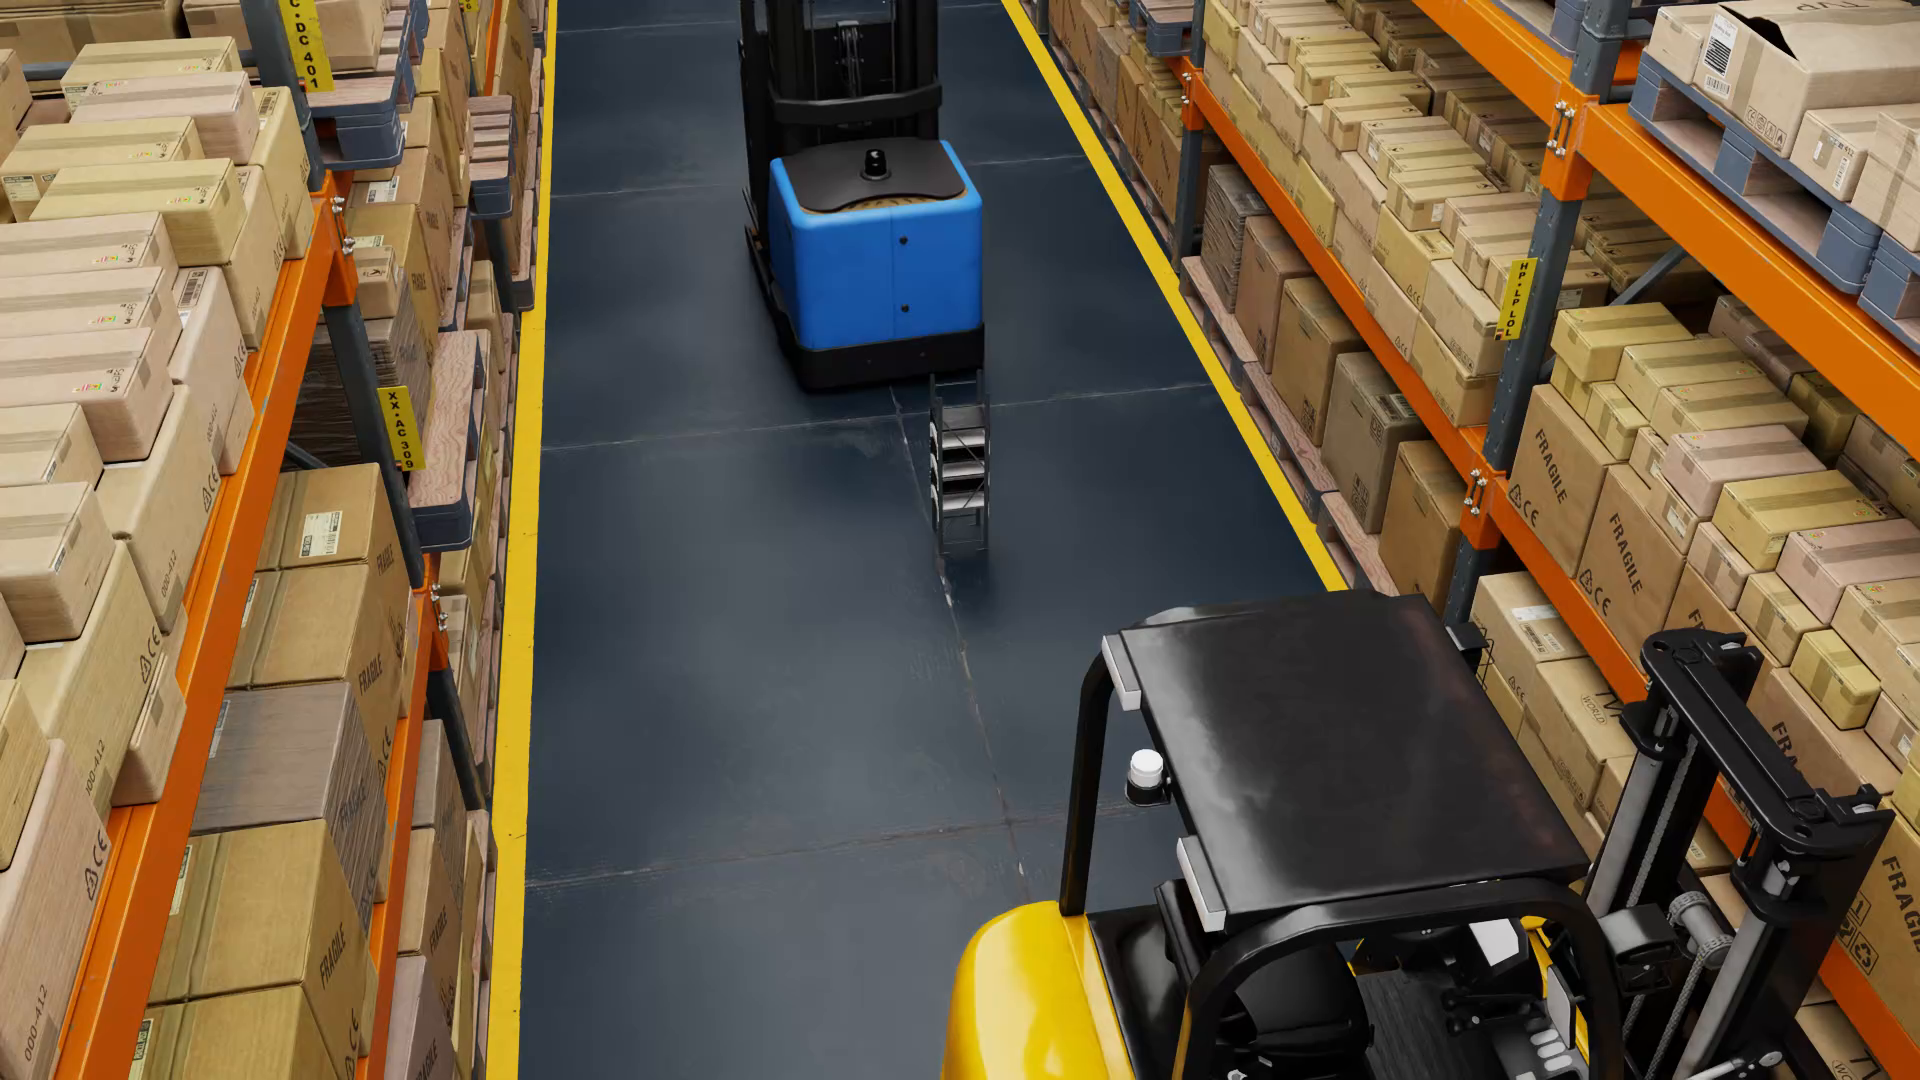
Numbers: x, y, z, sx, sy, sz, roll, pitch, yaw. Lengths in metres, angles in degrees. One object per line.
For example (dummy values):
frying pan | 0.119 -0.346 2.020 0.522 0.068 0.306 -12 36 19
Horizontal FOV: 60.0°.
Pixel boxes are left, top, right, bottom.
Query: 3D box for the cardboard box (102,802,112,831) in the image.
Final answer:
cardboard box | -1.672 0.518 2.798 0.380 0.149 0.250 -7 38 -9

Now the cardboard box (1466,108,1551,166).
cardboard box | 2.494 -1.801 7.413 0.380 0.149 0.250 -7 38 -8

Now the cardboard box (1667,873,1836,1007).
cardboard box | 2.555 1.284 5.136 0.500 0.250 0.500 -7 38 -9

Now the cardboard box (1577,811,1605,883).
cardboard box | 2.464 1.162 5.700 0.500 0.250 0.500 -7 38 -8

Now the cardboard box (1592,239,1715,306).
cardboard box | 2.666 -1.025 6.415 0.380 0.149 0.250 -7 38 -9

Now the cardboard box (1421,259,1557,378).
cardboard box | 2.178 -0.902 6.580 0.500 0.250 0.500 -7 38 -9

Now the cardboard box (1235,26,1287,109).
cardboard box | 1.739 -2.452 8.576 0.500 0.250 0.500 -5 38 -7

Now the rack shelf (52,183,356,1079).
rack shelf | -2.019 0.349 3.397 1.077 0.370 4.000 -6 38 -8

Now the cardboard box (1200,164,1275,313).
cardboard box | 1.911 -1.760 9.564 0.875 0.625 0.625 -5 38 -7

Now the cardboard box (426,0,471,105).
cardboard box | -2.718 -2.452 8.195 0.500 0.500 0.500 -7 38 -9

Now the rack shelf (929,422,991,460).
rack shelf | -0.001 -0.476 7.790 0.258 0.077 0.200 -6 38 -8

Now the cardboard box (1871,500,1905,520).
cardboard box | 2.977 -0.003 5.098 0.380 0.149 0.250 -5 38 -6

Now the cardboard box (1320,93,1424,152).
cardboard box | 1.862 -1.893 7.531 0.380 0.149 0.250 -7 38 -9

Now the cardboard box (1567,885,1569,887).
cardboard box | 2.379 1.058 6.241 0.500 0.250 0.500 -7 38 -9

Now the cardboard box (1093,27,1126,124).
cardboard box | 1.248 -3.252 11.586 0.500 0.500 0.500 -8 38 -10

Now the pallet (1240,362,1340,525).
pallet | 2.131 -0.572 8.715 1.003 0.211 1.213 -6 38 -8

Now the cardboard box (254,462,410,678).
cardboard box | -2.047 0.126 5.218 0.500 0.500 0.500 -7 38 -9

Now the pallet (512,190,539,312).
pallet | -3.135 -1.757 10.240 1.003 0.211 1.213 -6 38 -8

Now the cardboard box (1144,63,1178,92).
cardboard box | 1.398 -2.942 10.658 0.380 0.149 0.250 -7 38 -9

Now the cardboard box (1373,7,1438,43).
cardboard box | 2.324 -2.582 8.418 0.380 0.149 0.250 -7 38 -9

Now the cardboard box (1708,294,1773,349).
cardboard box | 2.870 -0.747 5.814 0.380 0.149 0.250 -6 38 -8

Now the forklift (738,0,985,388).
forklift | -0.724 -2.897 9.490 1.130 2.935 3.031 -9 39 -11

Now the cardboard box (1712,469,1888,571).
cardboard box | 2.484 -0.061 4.931 0.380 0.149 0.250 -7 38 -9

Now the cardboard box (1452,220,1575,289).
cardboard box | 2.175 -1.126 6.545 0.380 0.149 0.250 -7 38 -9

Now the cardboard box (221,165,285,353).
cardboard box | -1.938 -0.658 3.987 0.500 0.250 0.500 -7 38 -9

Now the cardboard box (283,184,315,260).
cardboard box | -2.014 -0.886 4.605 0.380 0.149 0.250 -6 38 -8

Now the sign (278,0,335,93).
sign | -1.837 -1.410 4.653 0.100 0.325 0.005 -6 38 -8

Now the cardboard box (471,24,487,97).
cardboard box | -2.909 -2.638 9.222 0.500 0.250 0.500 -7 38 -9

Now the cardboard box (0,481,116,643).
cardboard box | -1.647 0.047 2.754 0.380 0.149 0.250 -5 38 -7

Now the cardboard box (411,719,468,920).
cardboard box | -2.002 0.994 5.713 0.500 0.500 0.500 -7 38 -9

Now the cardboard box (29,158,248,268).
cardboard box | -1.846 -0.732 3.757 0.380 0.149 0.250 -5 38 -7

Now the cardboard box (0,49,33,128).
cardboard box | -2.636 -1.133 4.273 0.380 0.149 0.250 -7 38 -9

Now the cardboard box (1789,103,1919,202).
cardboard box | 2.431 -1.017 4.350 0.380 0.149 0.250 -5 38 -7

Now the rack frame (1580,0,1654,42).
rack frame | 2.516 -2.863 4.501 1.000 3.000 0.127 -6 38 -8

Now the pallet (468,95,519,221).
pallet | -2.841 -1.880 8.281 1.213 0.211 1.003 -6 38 -8

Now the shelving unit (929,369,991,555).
shelving unit | -0.001 -0.360 7.880 0.258 0.900 0.210 -6 38 -8

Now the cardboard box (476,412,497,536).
cardboard box | -2.717 -0.257 7.835 0.950 0.372 0.625 -5 38 -6

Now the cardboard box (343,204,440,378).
cardboard box | -2.258 -0.898 6.194 0.500 0.500 0.500 -6 38 -8

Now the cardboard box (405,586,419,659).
cardboard box | -2.013 0.302 5.521 0.380 0.149 0.250 -7 38 -8

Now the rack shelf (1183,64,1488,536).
rack shelf | 2.166 -1.418 8.117 1.077 0.370 4.000 -6 38 -8

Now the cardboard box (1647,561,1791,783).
cardboard box | 2.534 0.381 5.133 0.500 0.500 0.500 -7 38 -8

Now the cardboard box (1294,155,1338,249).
cardboard box | 1.922 -1.629 7.924 0.500 0.250 0.500 -5 38 -6

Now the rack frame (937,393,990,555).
rack frame | 0.016 -0.299 7.801 0.240 0.900 0.006 -6 38 -8

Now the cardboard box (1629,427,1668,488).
cardboard box | 2.433 -0.259 5.428 0.380 0.149 0.250 -6 38 -8

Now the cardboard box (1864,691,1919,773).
cardboard box | 2.677 0.514 4.433 0.380 0.149 0.250 -6 38 -8

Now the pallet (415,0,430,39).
pallet | -2.558 -2.079 6.089 1.213 0.211 1.003 -6 38 -8

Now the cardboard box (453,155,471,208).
cardboard box | -2.477 -1.649 7.690 0.380 0.149 0.250 -6 38 -7

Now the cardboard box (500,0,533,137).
cardboard box | -3.419 -3.206 11.222 0.875 0.875 0.875 -5 38 -7

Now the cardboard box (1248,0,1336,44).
cardboard box | 1.699 -2.668 8.529 0.380 0.149 0.250 -5 38 -7

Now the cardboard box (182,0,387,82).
cardboard box | -2.078 -1.645 5.158 0.500 0.250 0.500 -7 38 -9

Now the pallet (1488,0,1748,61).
pallet | 2.349 -2.135 6.164 0.805 0.209 1.217 -8 39 -10

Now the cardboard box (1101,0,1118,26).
cardboard box | 1.205 -3.734 11.678 0.380 0.149 0.250 -5 38 -6

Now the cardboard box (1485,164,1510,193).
cardboard box | 2.523 -1.583 7.457 0.500 0.250 0.500 -7 38 -9
